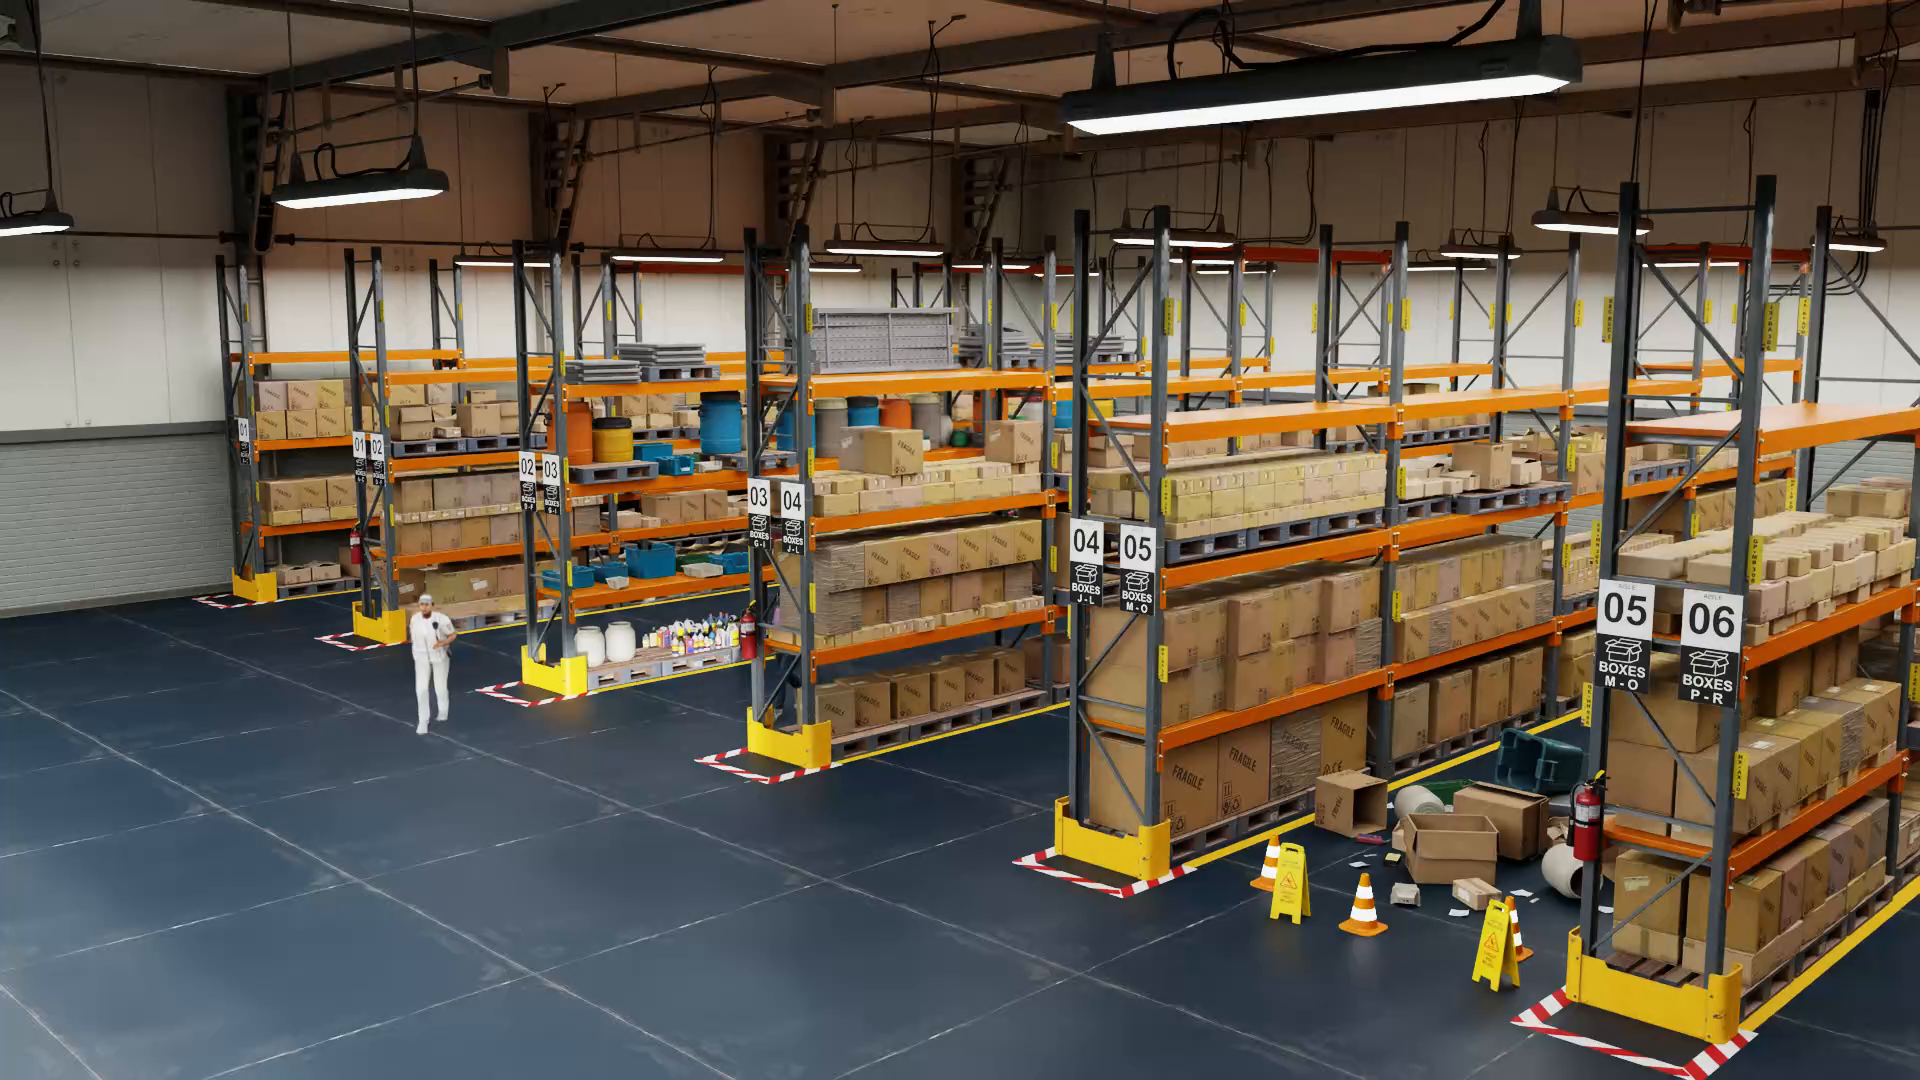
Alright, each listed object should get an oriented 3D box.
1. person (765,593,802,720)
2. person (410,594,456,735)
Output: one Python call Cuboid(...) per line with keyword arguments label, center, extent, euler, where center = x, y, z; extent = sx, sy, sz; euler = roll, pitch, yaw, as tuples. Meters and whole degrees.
Cuboid(label="person", center=(-2.170, 1.407, 20.851), extent=(0.532, 1.612, 0.799), euler=(7, 11, 41))
Cuboid(label="person", center=(-6.427, 1.486, 20.315), extent=(0.576, 1.707, 0.787), euler=(-1, 8, -7))
